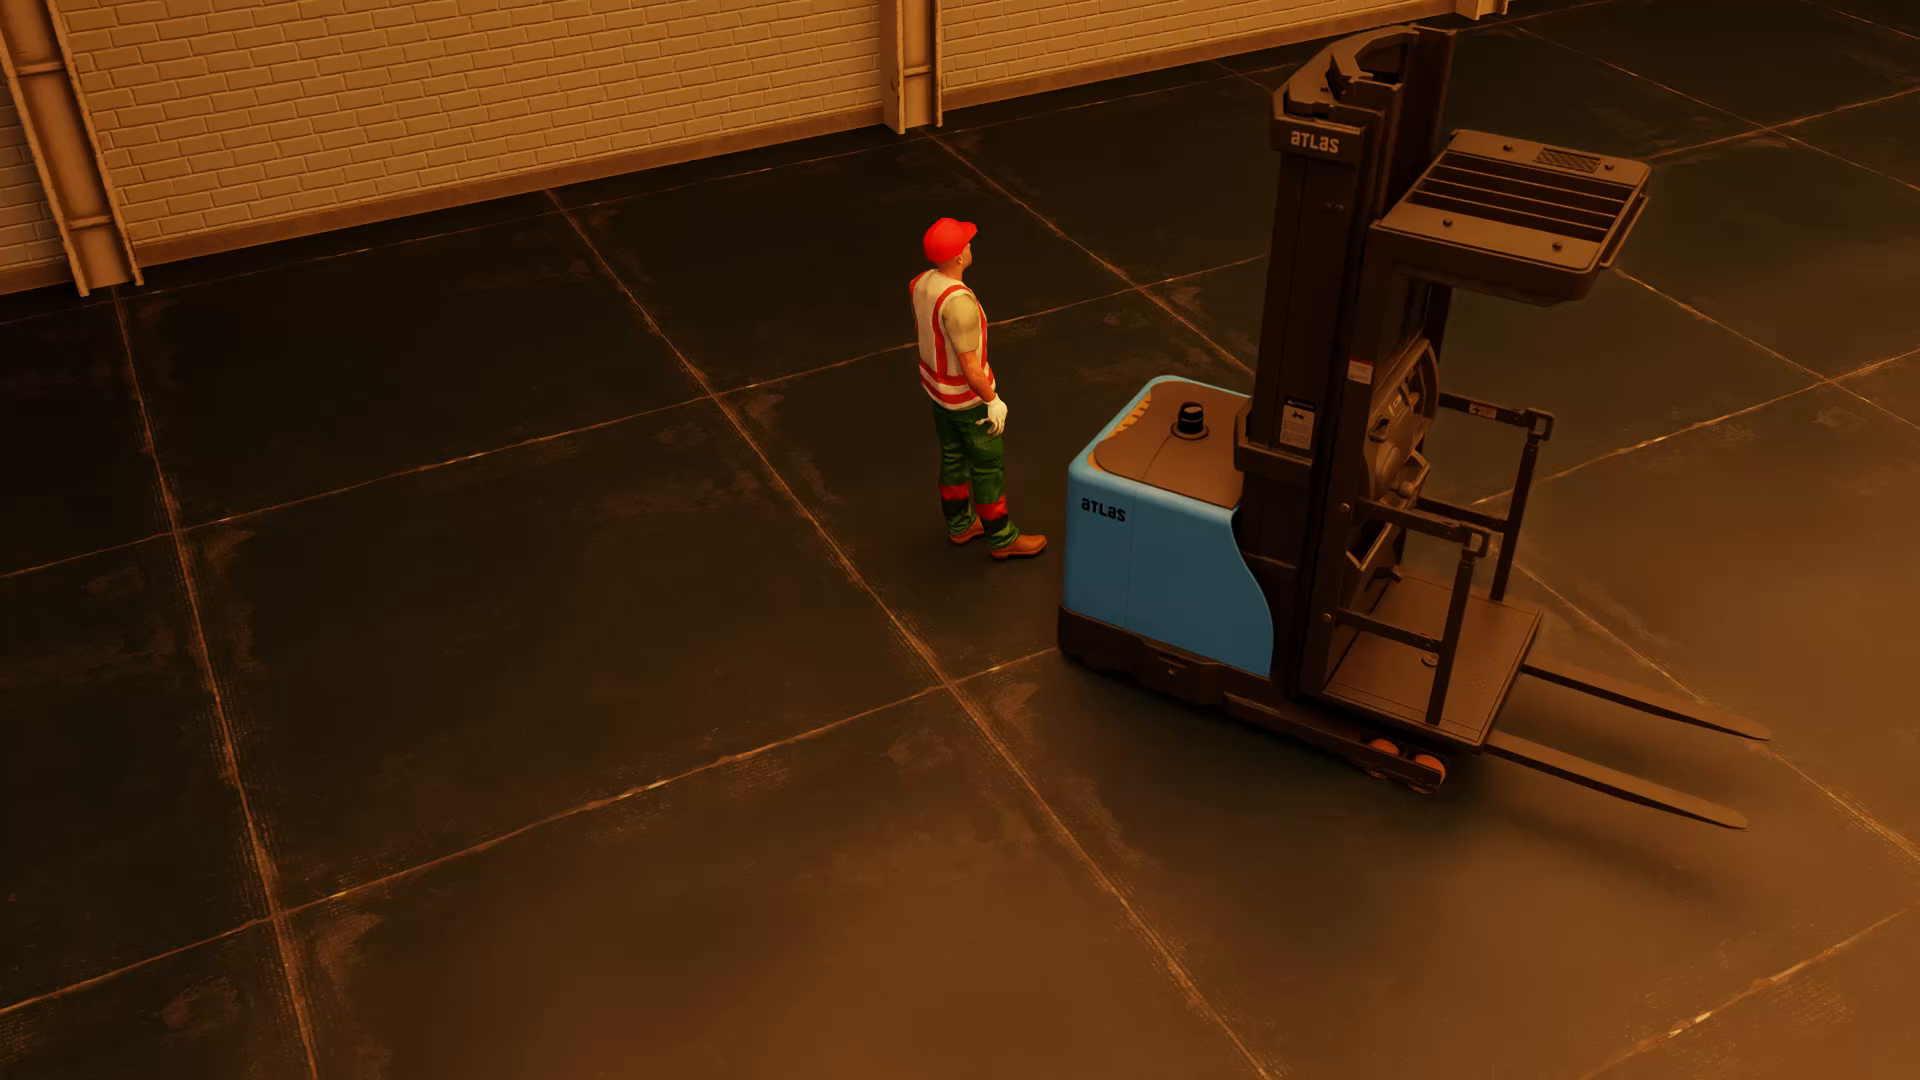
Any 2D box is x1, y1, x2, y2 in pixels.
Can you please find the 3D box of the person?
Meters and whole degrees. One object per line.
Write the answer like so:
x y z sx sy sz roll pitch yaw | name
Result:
0.077 -0.752 8.164 0.562 1.790 0.637 -17 39 -23 | person

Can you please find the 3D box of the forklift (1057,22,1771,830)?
1.995 -0.463 6.778 3.031 2.935 1.130 18 39 24 | forklift
